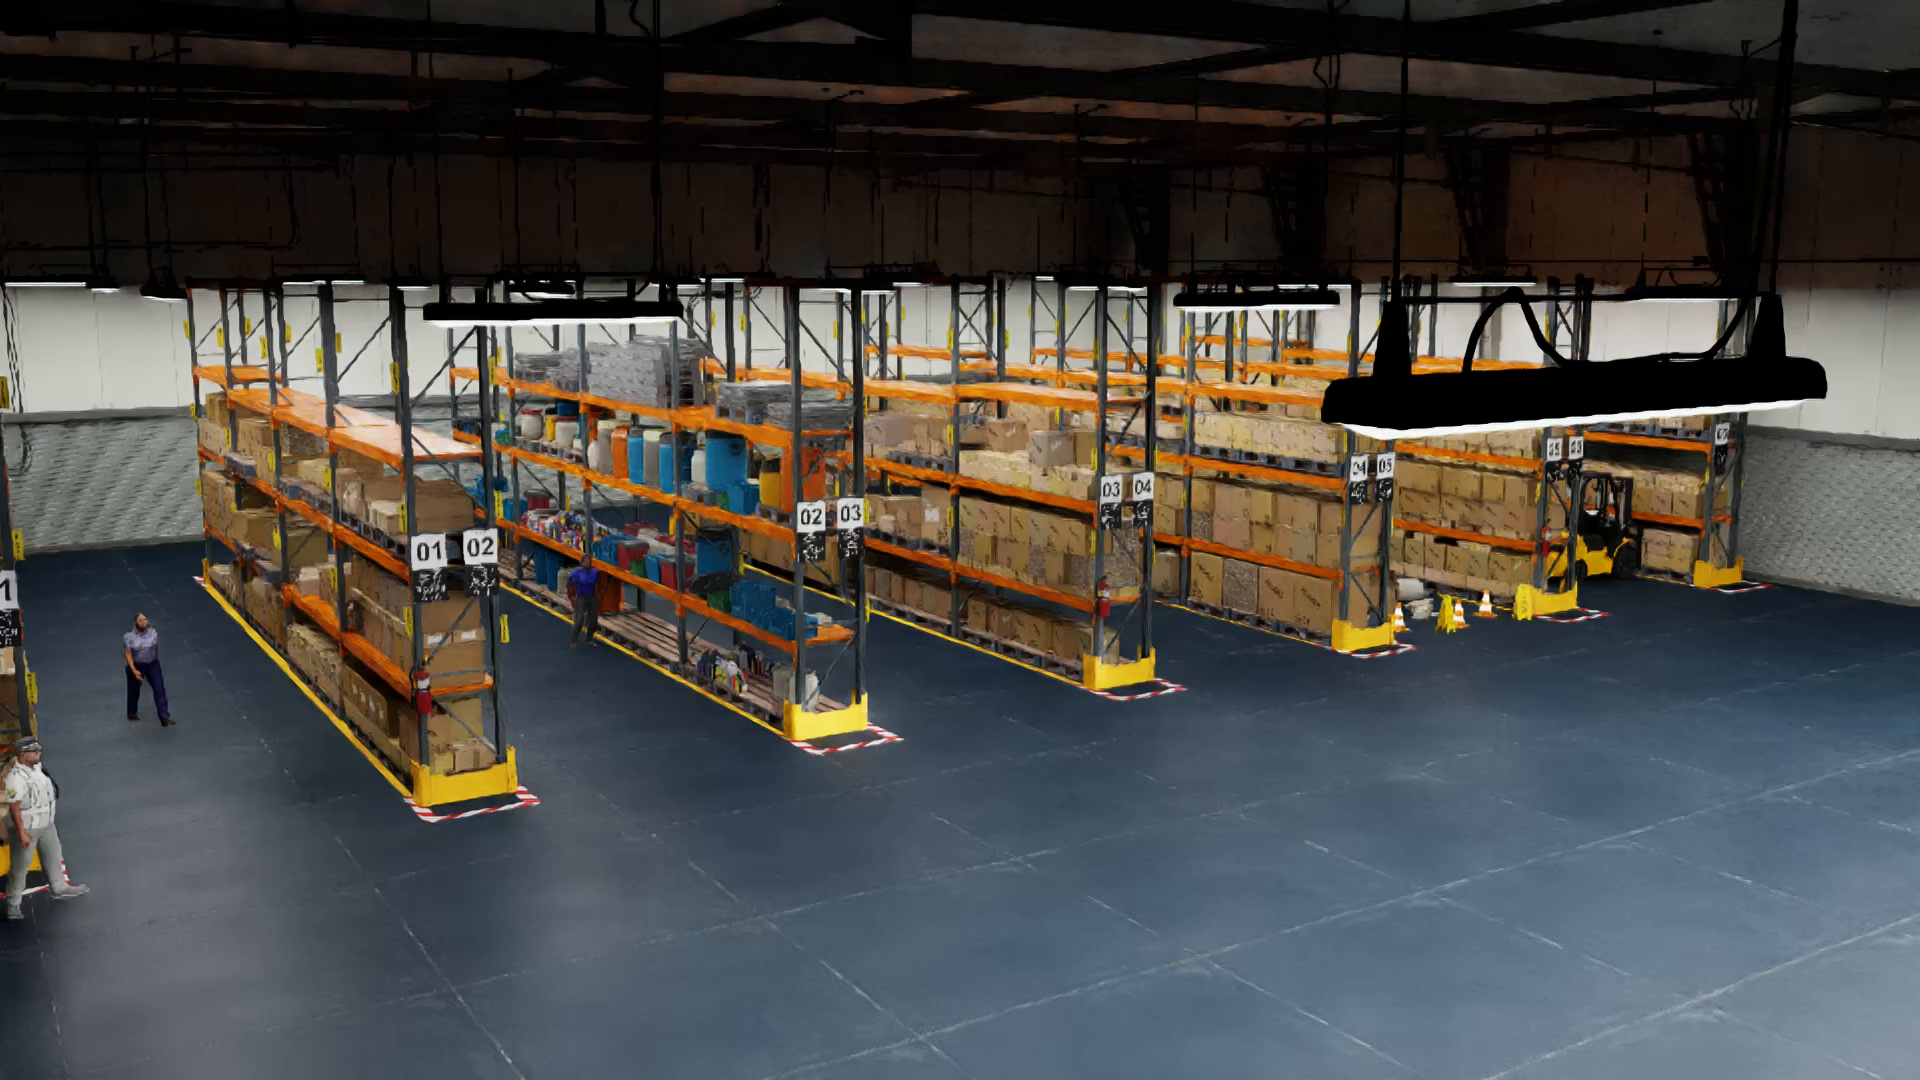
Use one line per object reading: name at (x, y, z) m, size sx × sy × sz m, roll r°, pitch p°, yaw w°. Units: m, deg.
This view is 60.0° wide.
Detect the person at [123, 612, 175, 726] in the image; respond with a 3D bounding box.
person at (-11.188, 1.752, 22.771) m, size 0.478 × 1.580 × 1.000 m, roll -8°, pitch 13°, yaw -40°

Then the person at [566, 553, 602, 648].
person at (-6.169, 0.991, 27.346) m, size 0.592 × 1.604 × 0.513 m, roll -6°, pitch 11°, yaw -33°

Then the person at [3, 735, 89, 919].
person at (-9.061, 2.753, 16.290) m, size 0.552 × 1.757 × 0.748 m, roll 0°, pitch 10°, yaw 1°
